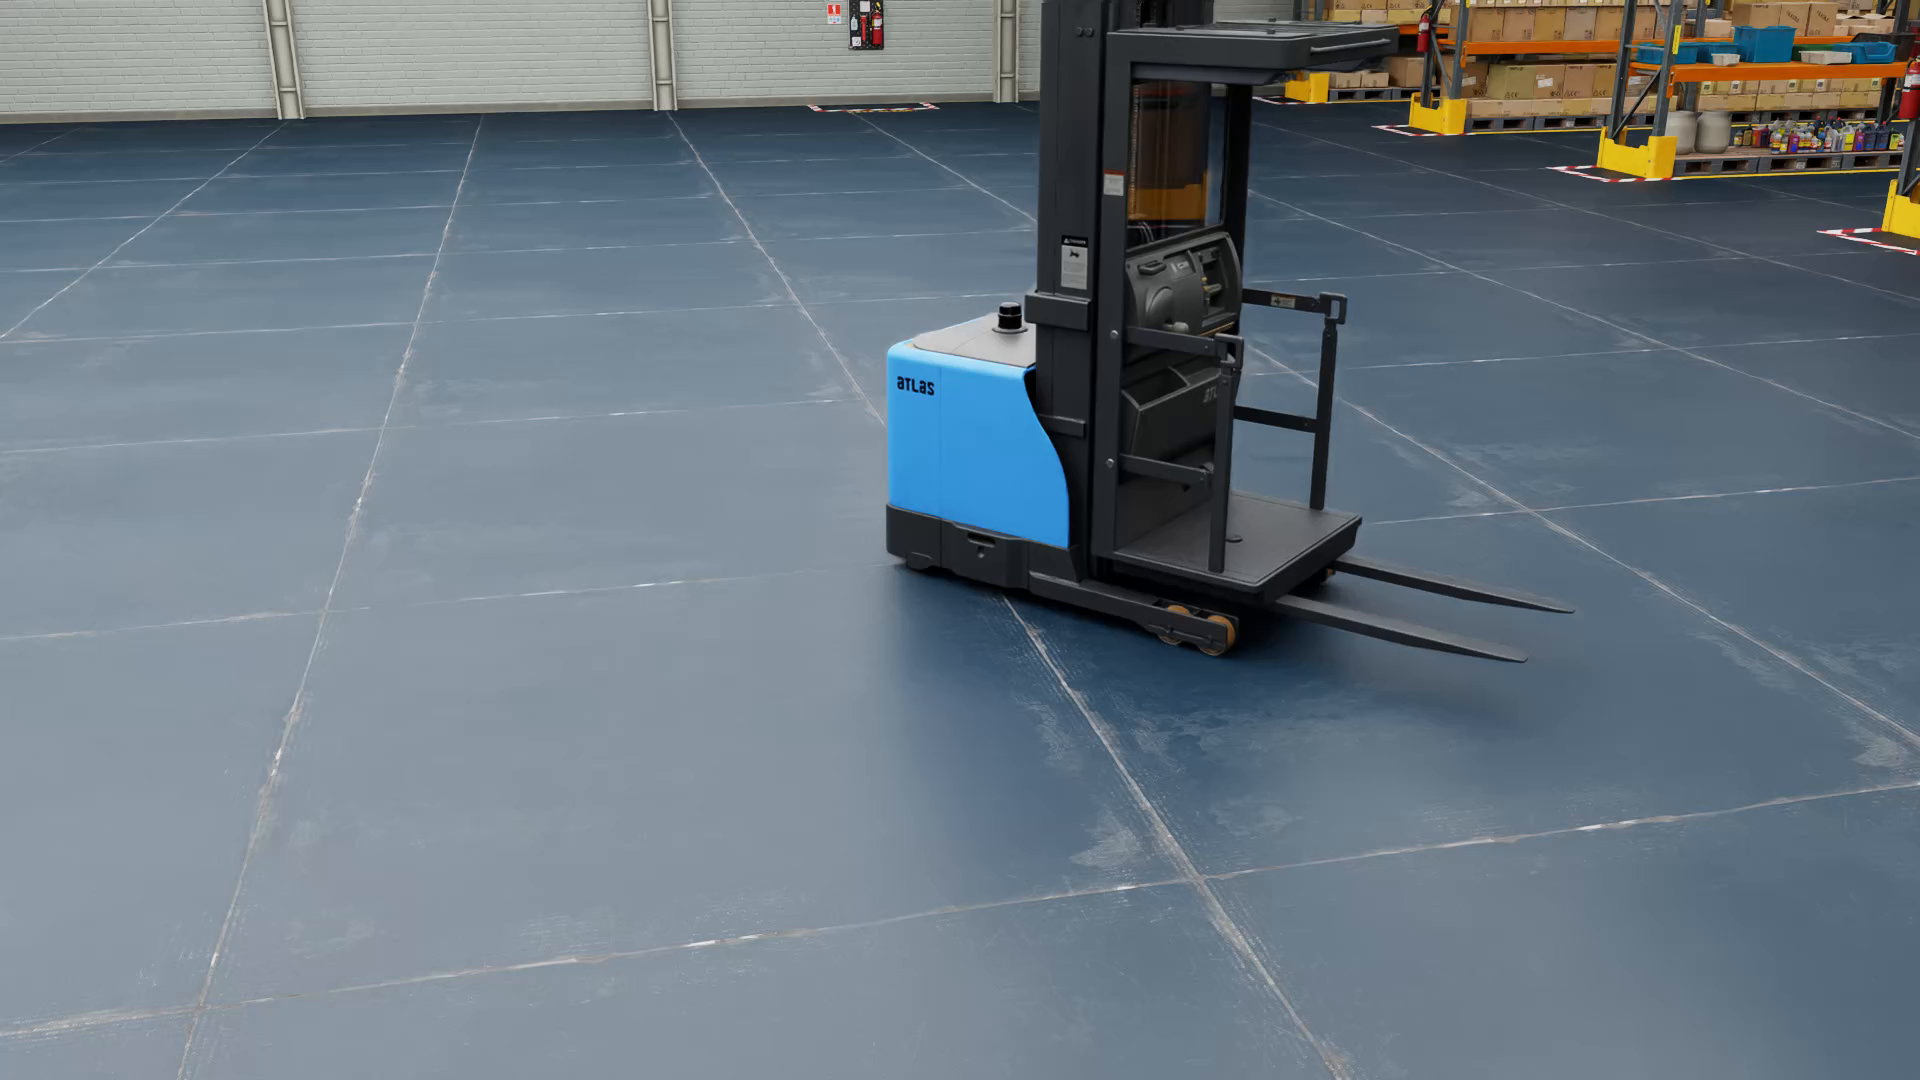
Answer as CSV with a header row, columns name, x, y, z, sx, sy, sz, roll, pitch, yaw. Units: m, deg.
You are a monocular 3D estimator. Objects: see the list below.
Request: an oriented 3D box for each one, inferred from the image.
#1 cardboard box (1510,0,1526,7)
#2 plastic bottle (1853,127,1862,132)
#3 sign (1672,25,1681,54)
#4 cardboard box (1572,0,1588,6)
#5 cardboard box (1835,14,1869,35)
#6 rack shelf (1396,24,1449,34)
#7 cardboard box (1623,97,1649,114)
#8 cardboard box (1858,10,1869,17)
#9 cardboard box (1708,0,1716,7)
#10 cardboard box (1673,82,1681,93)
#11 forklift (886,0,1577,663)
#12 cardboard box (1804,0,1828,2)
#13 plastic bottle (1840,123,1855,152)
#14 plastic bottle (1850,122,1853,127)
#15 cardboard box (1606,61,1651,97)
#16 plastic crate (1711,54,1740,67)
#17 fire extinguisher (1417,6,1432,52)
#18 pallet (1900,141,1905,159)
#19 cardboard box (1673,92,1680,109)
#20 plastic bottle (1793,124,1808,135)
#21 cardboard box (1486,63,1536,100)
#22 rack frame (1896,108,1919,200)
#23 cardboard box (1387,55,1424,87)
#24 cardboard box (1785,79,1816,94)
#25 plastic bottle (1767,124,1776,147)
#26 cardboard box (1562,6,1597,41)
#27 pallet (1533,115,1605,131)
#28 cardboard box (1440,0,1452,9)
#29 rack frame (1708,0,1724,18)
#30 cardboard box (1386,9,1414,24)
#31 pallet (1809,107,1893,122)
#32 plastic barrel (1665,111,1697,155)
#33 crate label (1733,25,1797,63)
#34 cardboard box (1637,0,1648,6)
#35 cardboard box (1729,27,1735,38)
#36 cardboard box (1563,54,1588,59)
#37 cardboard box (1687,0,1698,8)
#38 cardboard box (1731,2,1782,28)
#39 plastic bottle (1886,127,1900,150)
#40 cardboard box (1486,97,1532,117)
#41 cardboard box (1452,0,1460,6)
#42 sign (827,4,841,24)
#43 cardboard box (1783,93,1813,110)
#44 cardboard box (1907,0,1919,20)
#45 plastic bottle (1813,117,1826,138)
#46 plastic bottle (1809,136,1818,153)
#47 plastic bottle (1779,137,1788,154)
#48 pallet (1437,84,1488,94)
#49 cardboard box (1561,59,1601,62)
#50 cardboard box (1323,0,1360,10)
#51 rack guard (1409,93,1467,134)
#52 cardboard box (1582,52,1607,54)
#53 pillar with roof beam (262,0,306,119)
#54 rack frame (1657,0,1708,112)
name,x,y,z,sx,sy,sz,roll,pitch,yaw
cardboard box,8.244,-8.050,24.841,0.250,0.149,0.380,-5,21,-12
plastic bottle,11.536,-5.169,21.386,0.135,0.276,0.152,-5,21,-12
sign,8.572,-5.986,19.891,0.005,0.325,0.100,-5,21,-12
cardboard box,9.241,-8.130,25.060,0.250,0.149,0.380,-4,21,-12
cardboard box,14.184,-8.284,26.697,0.500,0.311,0.500,-5,21,-13
rack shelf,8.116,-9.177,30.051,4.000,0.370,1.077,-5,21,-12
cardboard box,10.316,-6.775,25.836,0.500,0.250,0.500,-5,21,-12
cardboard box,17.081,-10.043,31.706,0.250,0.149,0.380,-4,20,-11
cardboard box,14.354,-10.311,31.495,0.500,0.500,0.500,-5,21,-12
cardboard box,11.534,-7.313,26.488,0.500,0.311,0.500,-5,21,-12
forklift,1.138,-1.098,7.050,3.031,2.935,1.130,14,24,33
cardboard box,15.987,-10.259,31.354,0.500,0.500,0.500,-4,21,-11
plastic bottle,11.281,-5.131,21.173,0.185,0.351,0.144,-5,21,-13
plastic bottle,11.648,-5.339,21.838,0.133,0.283,0.061,-5,21,-12
cardboard box,10.316,-7.128,25.709,0.500,0.500,0.500,-5,21,-12
plastic crate,9.394,-5.879,20.387,0.250,0.136,0.298,-5,21,-12
fire extinguisher,7.091,-7.808,25.382,0.183,0.674,0.296,-5,21,-12
pallet,13.097,-5.123,21.992,1.213,0.211,1.003,-5,21,-12
cardboard box,11.543,-7.051,26.589,0.500,0.250,0.500,-5,21,-13
plastic bottle,10.922,-5.263,21.642,0.135,0.276,0.152,-5,21,-12
cardboard box,8.373,-6.965,25.264,0.500,0.500,0.500,-5,21,-12
rack frame,9.589,-4.382,15.917,0.127,3.000,1.000,-5,21,-12
cardboard box,8.144,-8.500,30.153,0.500,0.500,0.700,-6,21,-16
cardboard box,13.161,-7.256,26.333,0.500,0.311,0.500,-4,21,-11
plastic bottle,10.522,-5.282,21.692,0.135,0.276,0.152,-5,21,-14
cardboard box,9.276,-7.902,25.379,0.500,0.500,0.700,-4,21,-11
pallet,9.233,-6.559,25.913,1.213,0.211,1.003,-5,21,-12
cardboard box,8.697,-9.745,29.656,0.500,0.500,0.500,-5,21,-14
rack frame,13.955,-9.990,31.224,0.127,3.000,1.000,-5,21,-12
cardboard box,7.717,-9.312,29.563,0.500,0.250,0.500,-5,21,-13
pallet,14.288,-6.970,27.036,1.213,0.211,1.003,-5,21,-12
plastic barrel,9.072,-5.147,21.010,0.421,0.512,0.421,0,20,0
crate label,10.178,-6.293,21.081,0.616,0.435,0.502,-5,21,-12
cardboard box,10.240,-8.212,25.283,0.250,0.149,0.380,-5,21,-13
cardboard box,12.115,-7.899,25.882,0.250,0.149,0.380,-5,21,-12
cardboard box,11.266,-8.827,31.046,0.500,0.500,0.700,-5,21,-14
cardboard box,13.500,-10.203,31.021,0.500,0.500,0.700,-7,21,-19
cardboard box,12.470,-8.159,26.082,0.500,0.500,0.500,-3,20,-9
plastic bottle,11.950,-5.139,21.293,0.133,0.283,0.061,-4,20,-10
cardboard box,8.372,-6.613,25.395,0.500,0.250,0.500,-5,21,-12
cardboard box,7.641,-8.144,25.098,0.250,0.149,0.380,-5,21,-13
sign,-2.163,-9.051,28.610,0.234,0.329,0.001,-5,21,-12
cardboard box,13.152,-6.992,26.428,0.500,0.250,0.500,-4,21,-11
cardboard box,15.686,-8.663,26.848,0.500,0.500,0.700,-12,24,-31
plastic bottle,11.277,-5.380,21.851,0.185,0.351,0.144,-6,21,-15
plastic bottle,10.813,-5.015,21.072,0.097,0.201,0.097,0,20,0
plastic bottle,10.386,-4.980,20.978,0.097,0.201,0.097,0,20,0
pallet,9.417,-8.299,30.662,1.213,0.211,1.003,-5,21,-12
cardboard box,9.709,-7.262,26.076,0.500,0.500,0.500,-5,21,-12
cardboard box,6.704,-9.585,29.217,0.500,0.500,0.500,-5,21,-12
rack guard,7.290,-6.523,25.395,0.348,0.500,1.175,-5,21,-12
cardboard box,11.708,-9.200,30.974,0.500,0.250,0.500,-5,21,-14
pillar with roof beam,-9.874,-9.653,21.582,0.400,9.000,9.100,-5,21,-12
rack frame,11.206,-8.015,25.834,0.127,3.000,1.000,-5,21,-12
